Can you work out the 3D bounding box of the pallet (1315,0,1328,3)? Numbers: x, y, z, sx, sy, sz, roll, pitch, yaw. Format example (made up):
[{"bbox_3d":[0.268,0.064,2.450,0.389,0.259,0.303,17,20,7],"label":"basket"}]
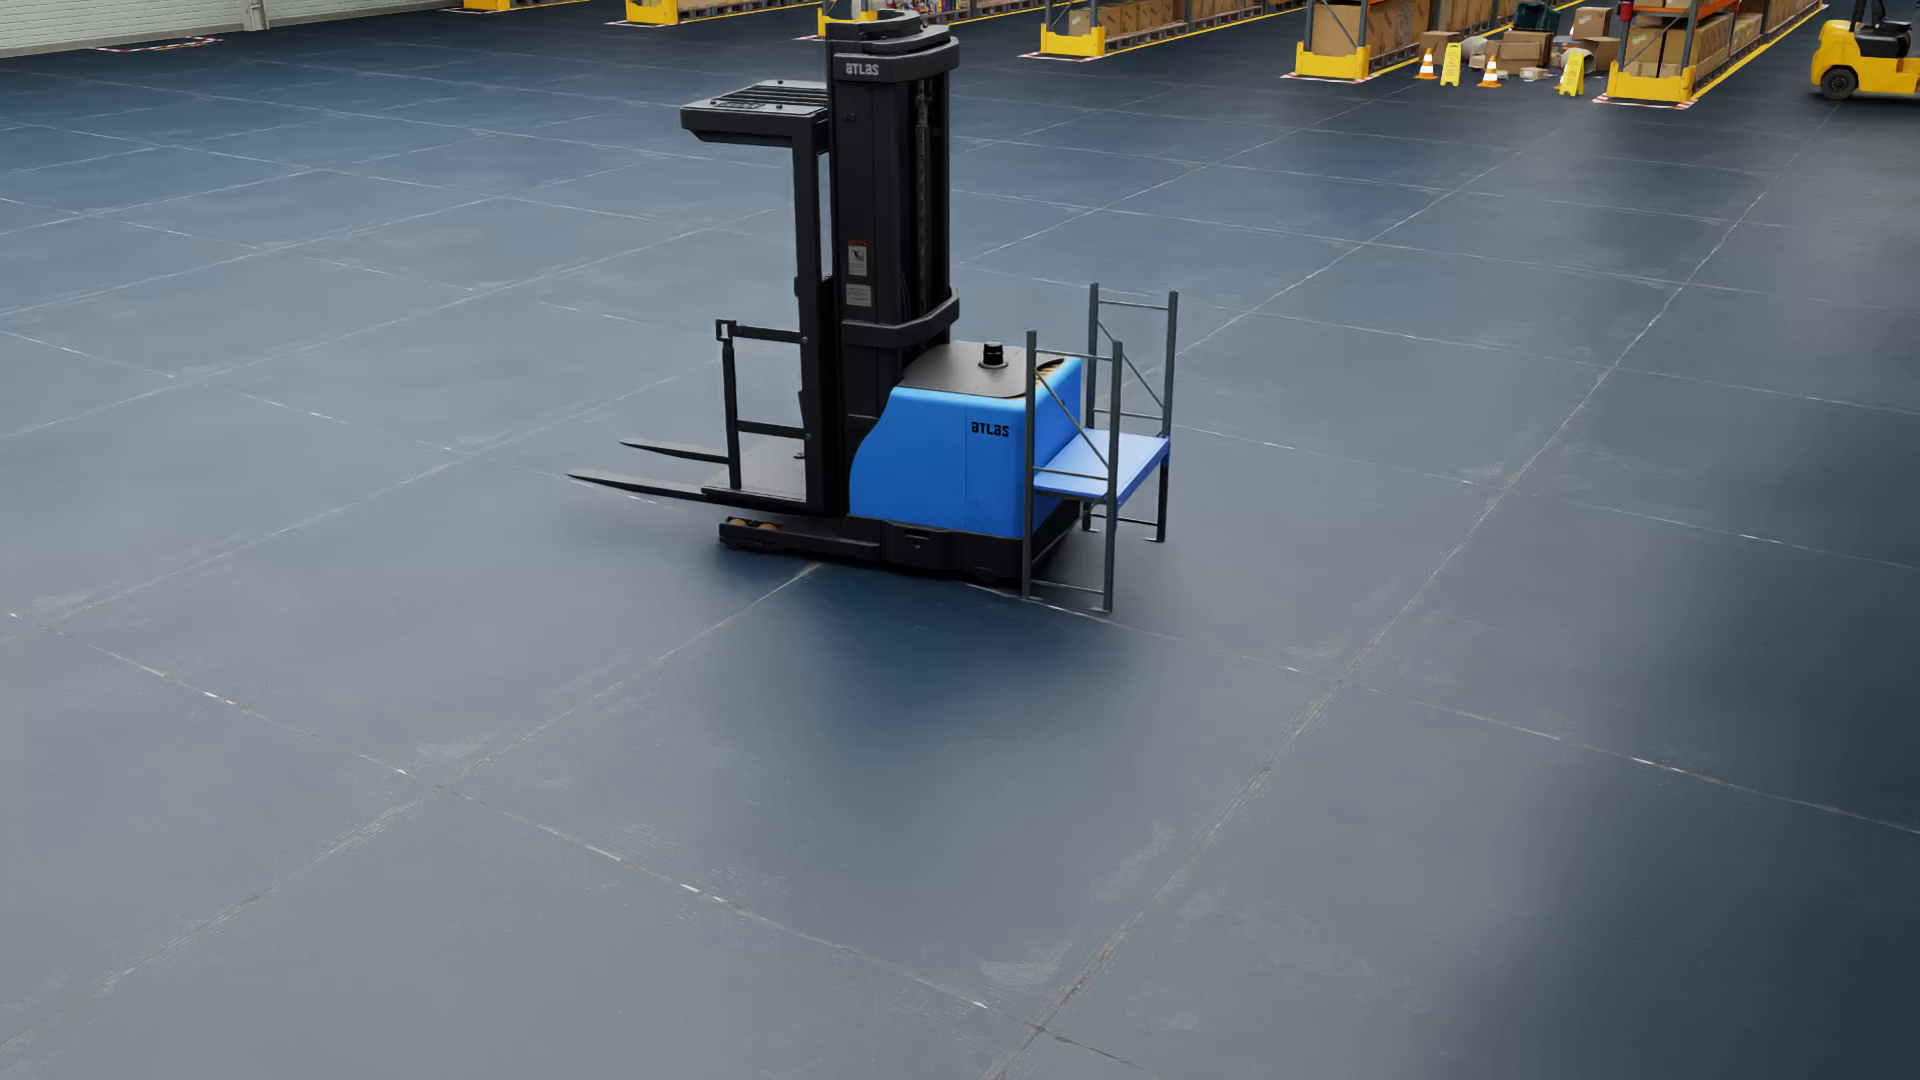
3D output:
[{"bbox_3d":[7.977,-12.638,38.678,1.003,0.211,1.213,14,27,29],"label":"pallet"}]

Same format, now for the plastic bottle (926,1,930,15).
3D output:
[{"bbox_3d":[-0.656,-10.896,34.024,0.097,0.271,0.097,0,23,0],"label":"plastic bottle"}]

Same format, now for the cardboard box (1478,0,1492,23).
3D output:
[{"bbox_3d":[9.973,-10.744,33.096,1.050,0.750,0.750,13,27,28],"label":"cardboard box"}]

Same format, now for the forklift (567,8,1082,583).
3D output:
[{"bbox_3d":[-0.862,-1.456,9.424,3.031,2.935,1.130,8,25,19],"label":"forklift"}]

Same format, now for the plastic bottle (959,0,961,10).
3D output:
[{"bbox_3d":[-0.035,-11.262,34.957,0.097,0.201,0.097,0,23,0],"label":"plastic bottle"}]

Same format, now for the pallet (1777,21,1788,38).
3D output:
[{"bbox_3d":[15.753,-10.148,32.925,1.003,0.211,1.213,14,27,29],"label":"pallet"}]

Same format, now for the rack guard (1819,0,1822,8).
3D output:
[{"bbox_3d":[18.862,-12.328,37.598,1.175,0.500,0.348,14,27,29],"label":"rack guard"}]

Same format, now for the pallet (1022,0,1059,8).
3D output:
[{"bbox_3d":[1.560,-12.349,38.009,1.003,0.211,1.213,14,27,29],"label":"pallet"}]

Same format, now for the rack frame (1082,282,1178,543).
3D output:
[{"bbox_3d":[0.963,-0.712,9.508,0.500,1.500,0.032,9,25,21],"label":"rack frame"}]

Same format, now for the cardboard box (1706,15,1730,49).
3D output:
[{"bbox_3d":[12.168,-8.264,27.053,0.500,0.500,0.500,14,27,30],"label":"cardboard box"}]

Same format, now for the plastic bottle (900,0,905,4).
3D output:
[{"bbox_3d":[-1.210,-11.125,34.454,0.144,0.351,0.185,14,27,29],"label":"plastic bottle"}]

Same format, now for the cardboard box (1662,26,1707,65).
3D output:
[{"bbox_3d":[11.082,-7.564,25.436,0.500,0.500,0.500,13,27,27],"label":"cardboard box"}]

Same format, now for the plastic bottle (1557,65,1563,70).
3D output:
[{"bbox_3d":[10.245,-8.026,28.213,0.133,0.061,0.283,20,30,38],"label":"plastic bottle"}]

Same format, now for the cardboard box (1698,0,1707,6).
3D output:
[{"bbox_3d":[11.094,-8.184,25.195,0.380,0.149,0.250,13,27,27],"label":"cardboard box"}]

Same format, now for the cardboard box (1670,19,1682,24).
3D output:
[{"bbox_3d":[11.155,-8.013,26.472,0.500,0.500,0.500,13,27,28],"label":"cardboard box"}]

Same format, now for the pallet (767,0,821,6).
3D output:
[{"bbox_3d":[-3.959,-12.548,38.470,1.003,0.211,1.213,14,27,29],"label":"pallet"}]

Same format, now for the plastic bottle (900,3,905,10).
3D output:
[{"bbox_3d":[-1.182,-10.983,34.314,0.097,0.201,0.097,0,23,0],"label":"plastic bottle"}]

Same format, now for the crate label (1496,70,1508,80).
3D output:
[{"bbox_3d":[8.780,-7.565,27.052,0.250,0.136,0.298,1,23,2],"label":"crate label"}]

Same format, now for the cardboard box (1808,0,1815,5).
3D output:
[{"bbox_3d":[18.110,-11.930,36.228,0.875,0.438,0.875,15,27,30],"label":"cardboard box"}]

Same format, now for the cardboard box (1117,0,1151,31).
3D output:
[{"bbox_3d":[3.298,-9.992,31.673,0.500,0.500,0.500,11,26,24],"label":"cardboard box"}]

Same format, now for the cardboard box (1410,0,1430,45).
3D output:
[{"bbox_3d":[7.869,-9.440,29.927,0.875,0.875,0.875,14,27,30],"label":"cardboard box"}]

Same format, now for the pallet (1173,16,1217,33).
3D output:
[{"bbox_3d":[4.509,-10.477,33.686,1.003,0.211,1.213,14,27,29],"label":"pallet"}]

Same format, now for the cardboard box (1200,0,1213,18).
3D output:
[{"bbox_3d":[4.710,-10.908,33.765,0.700,0.500,0.500,14,27,29],"label":"cardboard box"}]

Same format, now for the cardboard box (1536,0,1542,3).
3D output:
[{"bbox_3d":[12.304,-11.863,35.996,0.500,0.500,0.500,13,27,28],"label":"cardboard box"}]

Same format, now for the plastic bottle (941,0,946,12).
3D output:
[{"bbox_3d":[-0.355,-11.081,34.436,0.061,0.283,0.133,16,28,32],"label":"plastic bottle"}]

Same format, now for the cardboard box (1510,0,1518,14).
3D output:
[{"bbox_3d":[11.222,-11.172,34.398,0.500,0.500,0.500,14,27,30],"label":"cardboard box"}]

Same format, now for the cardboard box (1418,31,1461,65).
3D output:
[{"bbox_3d":[8.313,-8.535,28.834,0.500,0.500,0.500,20,30,38],"label":"cardboard box"}]

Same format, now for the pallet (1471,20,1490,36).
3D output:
[{"bbox_3d":[9.890,-10.240,33.139,1.003,0.211,1.213,14,27,29],"label":"pallet"}]

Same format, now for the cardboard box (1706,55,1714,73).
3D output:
[{"bbox_3d":[11.622,-7.570,26.392,0.500,0.250,0.500,16,28,32],"label":"cardboard box"}]

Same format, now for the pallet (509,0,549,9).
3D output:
[{"bbox_3d":[-10.136,-12.271,37.829,1.003,0.211,1.213,14,27,29],"label":"pallet"}]

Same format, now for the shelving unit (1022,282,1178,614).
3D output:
[{"bbox_3d":[0.768,-0.526,9.077,0.538,1.500,1.048,9,25,21],"label":"shelving unit"}]

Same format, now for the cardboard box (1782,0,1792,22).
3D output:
[{"bbox_3d":[16.010,-10.802,33.073,0.875,0.875,0.875,15,27,30],"label":"cardboard box"}]

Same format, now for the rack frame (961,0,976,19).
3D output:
[{"bbox_3d":[-0.108,-12.532,34.922,1.000,3.000,0.127,14,27,29],"label":"rack frame"}]

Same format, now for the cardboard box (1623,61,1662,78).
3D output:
[{"bbox_3d":[10.620,-7.335,25.851,0.500,0.250,0.500,14,27,29],"label":"cardboard box"}]

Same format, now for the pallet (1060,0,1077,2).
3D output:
[{"bbox_3d":[2.383,-12.877,39.230,1.003,0.211,1.213,14,27,29],"label":"pallet"}]

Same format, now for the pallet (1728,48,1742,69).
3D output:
[{"bbox_3d":[12.928,-8.400,28.889,1.003,0.211,1.213,14,27,29],"label":"pallet"}]

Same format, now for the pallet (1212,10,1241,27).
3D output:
[{"bbox_3d":[5.152,-10.891,34.641,1.003,0.211,1.213,14,27,29],"label":"pallet"}]

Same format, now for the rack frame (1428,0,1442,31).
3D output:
[{"bbox_3d":[8.260,-10.420,30.045,1.000,3.000,0.127,14,27,29],"label":"rack frame"}]

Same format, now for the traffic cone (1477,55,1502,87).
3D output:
[{"bbox_3d":[8.418,-7.436,26.345,0.336,0.463,0.334,14,27,29],"label":"traffic cone"}]

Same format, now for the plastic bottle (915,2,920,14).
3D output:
[{"bbox_3d":[-0.862,-10.756,33.686,0.061,0.283,0.133,14,27,30],"label":"plastic bottle"}]

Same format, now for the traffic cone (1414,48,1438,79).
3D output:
[{"bbox_3d":[7.637,-7.788,27.157,0.336,0.463,0.334,14,27,29],"label":"traffic cone"}]

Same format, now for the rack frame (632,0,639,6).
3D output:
[{"bbox_3d":[-6.424,-12.221,34.204,1.000,3.000,0.127,14,27,29],"label":"rack frame"}]

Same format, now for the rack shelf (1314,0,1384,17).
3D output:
[{"bbox_3d":[7.205,-9.415,28.628,1.077,0.370,4.000,14,27,29],"label":"rack shelf"}]

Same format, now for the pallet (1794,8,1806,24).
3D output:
[{"bbox_3d":[17.207,-11.078,35.073,1.003,0.211,1.213,14,27,29],"label":"pallet"}]

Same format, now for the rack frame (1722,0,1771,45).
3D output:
[{"bbox_3d":[14.629,-10.767,30.846,1.000,3.000,0.127,14,27,29],"label":"rack frame"}]

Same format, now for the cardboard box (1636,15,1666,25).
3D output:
[{"bbox_3d":[10.747,-8.103,25.863,0.380,0.149,0.250,15,27,30],"label":"cardboard box"}]

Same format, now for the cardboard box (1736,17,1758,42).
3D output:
[{"bbox_3d":[13.940,-9.315,30.270,0.950,0.372,0.625,13,27,28],"label":"cardboard box"}]

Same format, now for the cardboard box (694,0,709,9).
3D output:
[{"bbox_3d":[-5.692,-11.456,35.369,0.500,0.250,0.500,14,27,29],"label":"cardboard box"}]

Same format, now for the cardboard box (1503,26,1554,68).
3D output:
[{"bbox_3d":[9.671,-8.424,28.406,0.797,0.637,0.503,14,27,29],"label":"cardboard box"}]

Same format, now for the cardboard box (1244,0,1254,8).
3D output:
[{"bbox_3d":[5.873,-11.668,35.520,0.700,0.500,0.500,12,26,26],"label":"cardboard box"}]
